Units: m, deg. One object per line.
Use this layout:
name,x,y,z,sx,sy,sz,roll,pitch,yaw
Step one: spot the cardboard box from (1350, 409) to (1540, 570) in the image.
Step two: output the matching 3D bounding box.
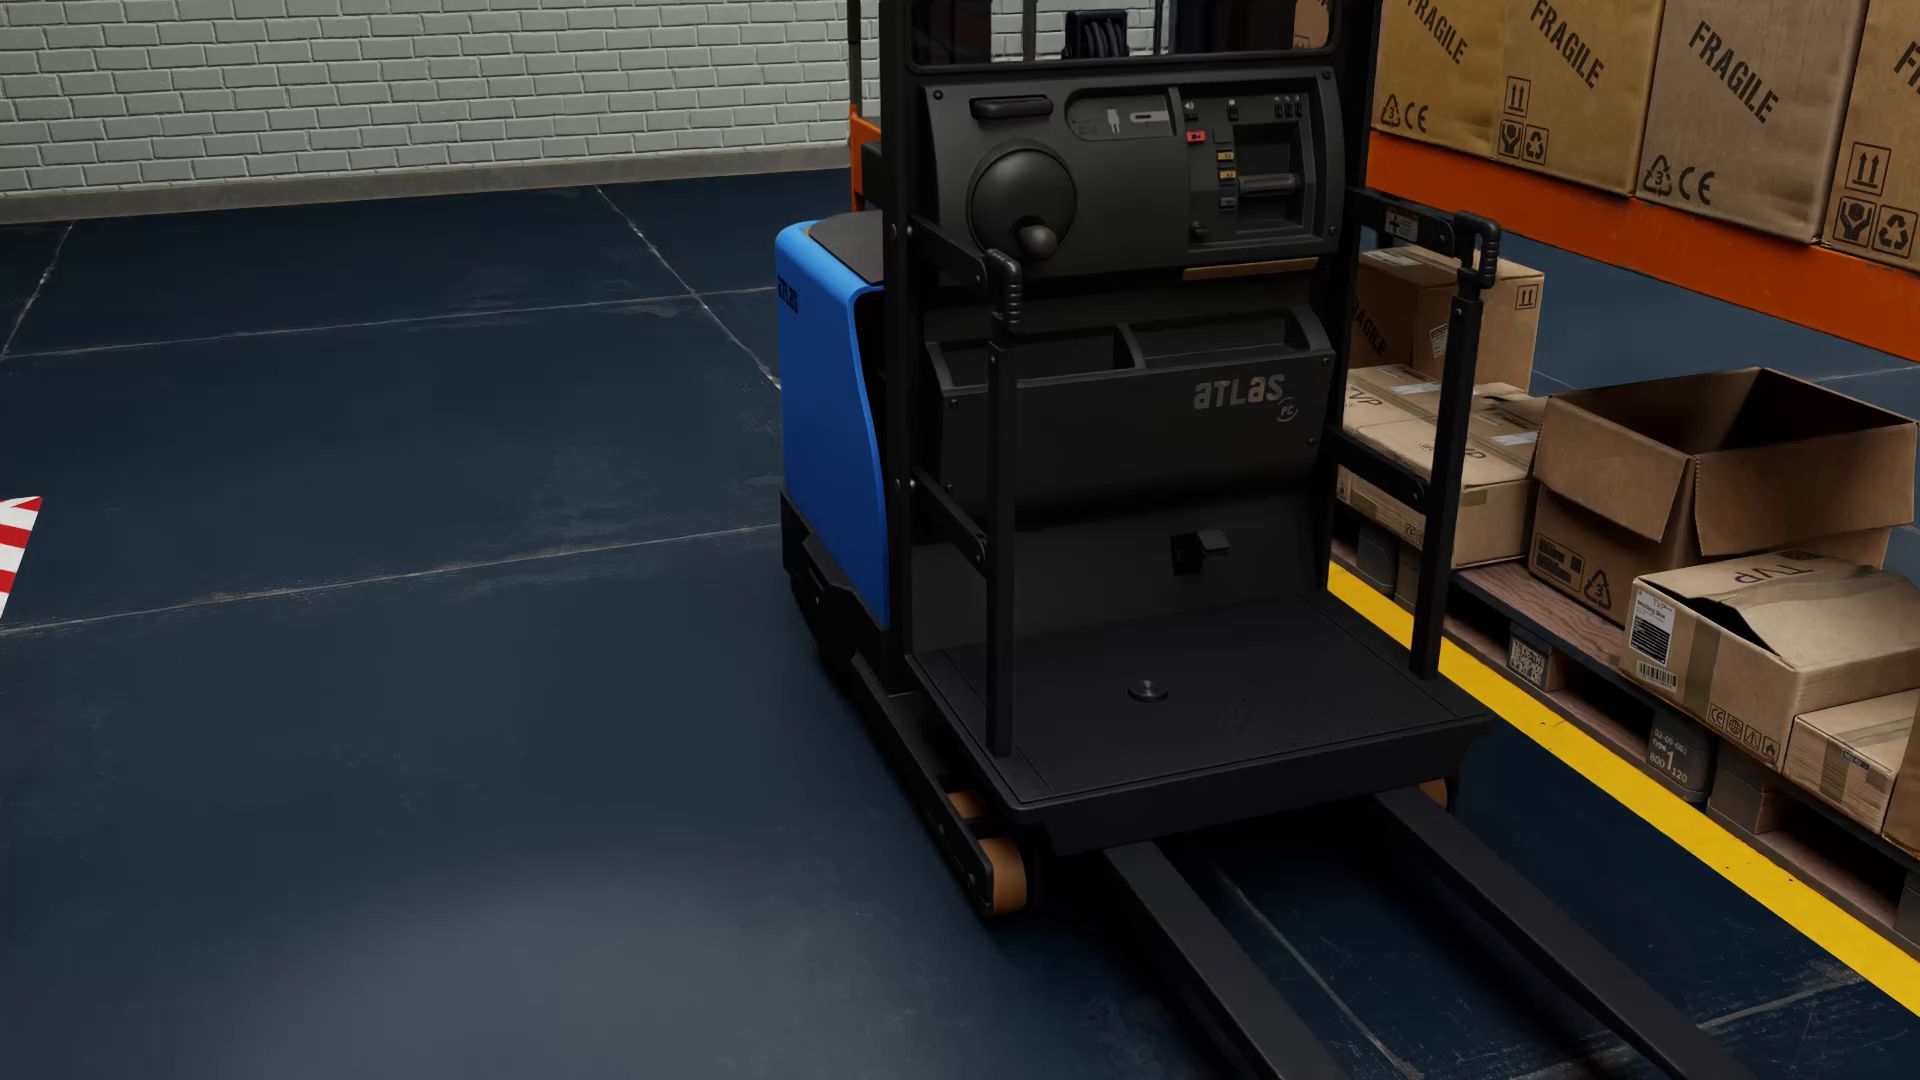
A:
cardboard box,1.470,-0.156,4.731,0.500,0.250,0.500,-8,24,-19

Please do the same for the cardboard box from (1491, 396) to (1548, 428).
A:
cardboard box,1.920,-0.243,4.937,0.500,0.250,0.500,-8,24,-19

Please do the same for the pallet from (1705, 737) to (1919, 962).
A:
pallet,2.362,0.669,3.392,1.003,0.211,1.213,-8,24,-19

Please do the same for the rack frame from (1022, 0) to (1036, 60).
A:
rack frame,0.020,-0.945,4.788,0.400,2.100,0.015,-8,24,-18

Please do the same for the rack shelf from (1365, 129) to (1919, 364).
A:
rack shelf,1.897,-0.762,4.122,1.077,0.370,4.000,-8,24,-19

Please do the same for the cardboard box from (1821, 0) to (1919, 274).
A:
cardboard box,2.003,-0.746,3.030,0.500,0.500,0.500,-8,24,-17

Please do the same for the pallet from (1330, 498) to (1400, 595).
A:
pallet,1.500,-0.218,5.495,1.003,0.211,1.213,-8,24,-19

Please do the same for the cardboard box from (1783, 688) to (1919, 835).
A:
cardboard box,1.948,0.448,3.428,0.380,0.149,0.250,-8,24,-19

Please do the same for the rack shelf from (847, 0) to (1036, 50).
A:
rack shelf,-0.062,-1.667,4.734,0.431,0.518,0.480,-8,24,-18

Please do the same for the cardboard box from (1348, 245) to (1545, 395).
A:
cardboard box,1.613,-0.707,5.717,0.500,0.500,0.500,-8,24,-19

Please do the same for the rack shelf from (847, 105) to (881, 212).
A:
rack shelf,-0.062,-1.022,5.006,0.431,0.518,0.480,-8,24,-18

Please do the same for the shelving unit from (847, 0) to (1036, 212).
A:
shelving unit,-0.062,-1.034,5.000,0.431,2.100,0.503,-8,24,-18

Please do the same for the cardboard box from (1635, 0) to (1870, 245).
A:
cardboard box,1.820,-0.933,3.472,0.500,0.500,0.500,-8,24,-18

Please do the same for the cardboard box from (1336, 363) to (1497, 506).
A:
cardboard box,1.294,-0.337,5.162,0.500,0.250,0.500,-8,24,-19

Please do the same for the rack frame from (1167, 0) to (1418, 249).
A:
rack frame,1.190,-1.820,5.706,1.000,3.000,0.127,-8,24,-19

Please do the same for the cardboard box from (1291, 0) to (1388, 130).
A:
cardboard box,1.288,-1.482,4.775,0.500,0.500,0.500,-9,24,-20

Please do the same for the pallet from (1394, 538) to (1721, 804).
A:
pallet,1.927,0.225,4.445,1.003,0.211,1.213,-8,24,-19

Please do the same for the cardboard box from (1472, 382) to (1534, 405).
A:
cardboard box,1.672,-0.394,5.404,0.380,0.166,0.250,-8,24,-19

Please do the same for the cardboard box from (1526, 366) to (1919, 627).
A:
cardboard box,1.935,-0.101,4.275,0.797,0.503,0.637,-8,24,-19

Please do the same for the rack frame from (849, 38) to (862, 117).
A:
rack frame,-0.144,-1.124,5.212,0.400,2.100,0.015,-8,24,-18

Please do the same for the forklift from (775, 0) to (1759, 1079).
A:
forklift,0.453,-0.757,3.272,1.130,2.935,3.031,-8,24,-18

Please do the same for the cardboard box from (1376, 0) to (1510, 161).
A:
cardboard box,1.462,-1.299,4.341,0.500,0.500,0.500,-8,24,-19

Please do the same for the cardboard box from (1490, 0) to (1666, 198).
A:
cardboard box,1.637,-1.117,3.910,0.500,0.500,0.500,-8,24,-18

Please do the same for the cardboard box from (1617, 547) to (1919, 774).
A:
cardboard box,1.872,0.229,3.740,0.500,0.311,0.500,-8,24,-19

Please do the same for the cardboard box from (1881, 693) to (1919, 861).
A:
cardboard box,2.137,0.414,3.057,0.500,0.500,0.500,-8,24,-19
